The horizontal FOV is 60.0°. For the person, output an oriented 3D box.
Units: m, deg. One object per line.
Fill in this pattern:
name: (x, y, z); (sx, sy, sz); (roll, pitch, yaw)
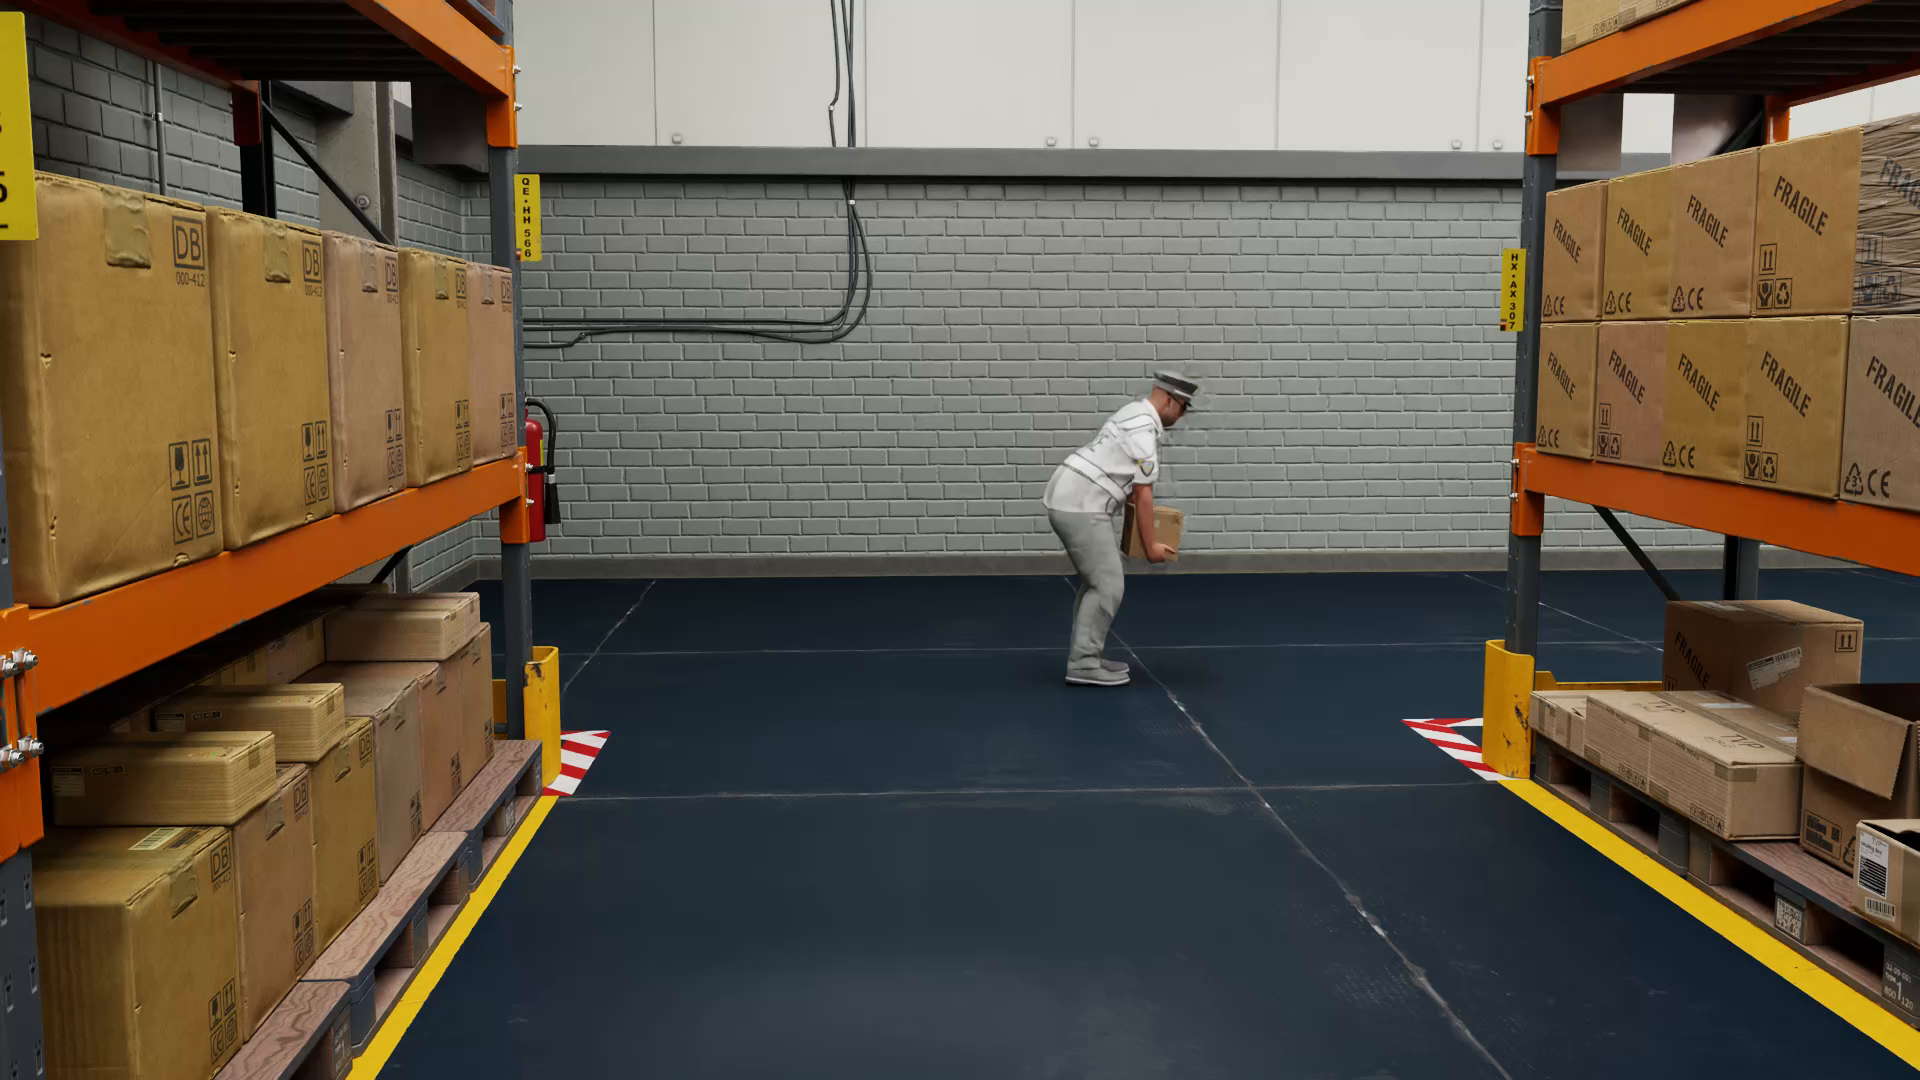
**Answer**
person: (0.824, -0.070, 8.512); (0.793, 1.591, 0.477); (-1, 7, -5)
